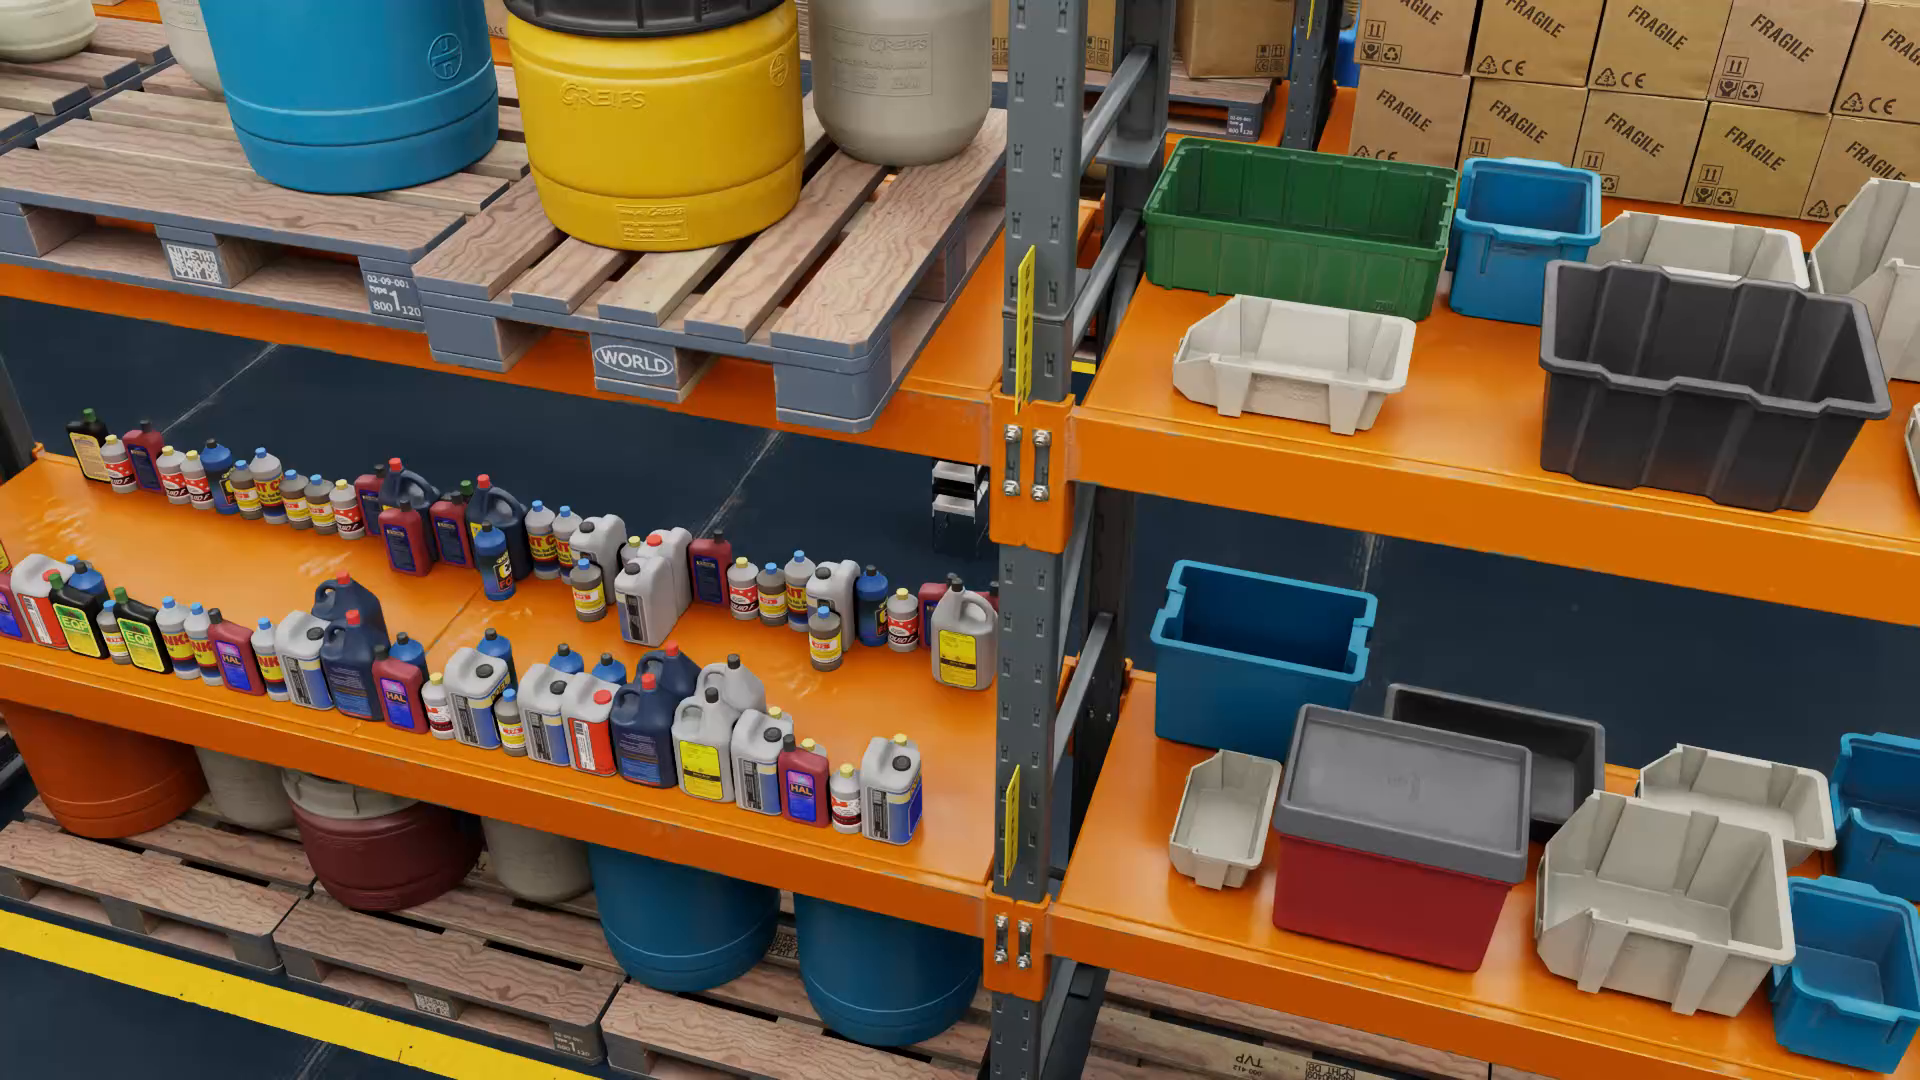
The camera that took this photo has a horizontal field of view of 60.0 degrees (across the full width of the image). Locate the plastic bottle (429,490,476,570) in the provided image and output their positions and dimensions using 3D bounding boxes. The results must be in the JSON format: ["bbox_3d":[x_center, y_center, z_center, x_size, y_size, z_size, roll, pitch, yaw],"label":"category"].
[{"bbox_3d":[-1.636,-0.041,5.373,0.133,0.283,0.061,10,38,14],"label":"plastic bottle"}]

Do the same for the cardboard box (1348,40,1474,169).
[{"bbox_3d":[2.178,-2.102,7.991,0.500,0.500,0.500,11,38,15],"label":"cardboard box"}]

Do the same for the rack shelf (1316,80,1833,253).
[{"bbox_3d":[3.681,-1.662,8.085,4.000,0.370,1.077,10,38,14],"label":"rack shelf"}]

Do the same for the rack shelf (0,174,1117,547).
[{"bbox_3d":[-1.617,-0.776,4.350,4.000,0.370,1.077,10,38,14],"label":"rack shelf"}]

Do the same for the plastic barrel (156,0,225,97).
[{"bbox_3d":[-1.789,-1.415,4.142,0.433,0.535,0.433,0,36,0],"label":"plastic barrel"}]

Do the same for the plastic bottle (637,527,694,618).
[{"bbox_3d":[-0.920,0.085,5.208,0.135,0.276,0.152,10,38,14],"label":"plastic bottle"}]

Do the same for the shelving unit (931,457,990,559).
[{"bbox_3d":[0.008,-0.361,7.481,0.210,0.900,0.258,10,38,14],"label":"shelving unit"}]

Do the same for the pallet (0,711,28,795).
[{"bbox_3d":[-4.254,0.753,6.548,1.213,0.211,1.003,10,38,14],"label":"pallet"}]

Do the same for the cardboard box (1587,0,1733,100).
[{"bbox_3d":[3.121,-2.324,7.449,0.500,0.500,0.500,9,37,13],"label":"cardboard box"}]

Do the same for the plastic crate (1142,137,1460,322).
[{"bbox_3d":[0.786,-0.723,3.849,0.662,0.188,0.450,10,38,14],"label":"plastic crate"}]

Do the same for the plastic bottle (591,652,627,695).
[{"bbox_3d":[-0.991,0.434,4.739,0.097,0.271,0.097,0,36,0],"label":"plastic bottle"}]

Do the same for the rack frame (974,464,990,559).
[{"bbox_3d":[0.105,-0.343,7.457,0.006,0.900,0.240,10,38,14],"label":"rack frame"}]

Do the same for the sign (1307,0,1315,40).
[{"bbox_3d":[1.610,-2.457,7.581,0.005,0.325,0.100,10,38,14],"label":"sign"}]

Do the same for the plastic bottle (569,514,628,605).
[{"bbox_3d":[-1.142,0.044,5.264,0.135,0.276,0.152,10,38,14],"label":"plastic bottle"}]

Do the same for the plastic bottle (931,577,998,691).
[{"bbox_3d":[0.014,0.263,4.903,0.185,0.351,0.144,10,38,14],"label":"plastic bottle"}]

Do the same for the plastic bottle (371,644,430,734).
[{"bbox_3d":[-1.595,0.423,4.743,0.133,0.283,0.061,10,38,14],"label":"plastic bottle"}]

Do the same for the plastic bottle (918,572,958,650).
[{"bbox_3d":[-0.058,0.214,5.028,0.133,0.283,0.061,10,38,14],"label":"plastic bottle"}]

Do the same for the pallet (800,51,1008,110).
[{"bbox_3d":[-0.188,-2.594,8.906,1.213,0.211,1.003,10,38,14],"label":"pallet"}]

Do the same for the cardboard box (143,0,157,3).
[{"bbox_3d":[-4.633,-3.522,9.920,0.500,0.500,0.500,13,38,17],"label":"cardboard box"}]

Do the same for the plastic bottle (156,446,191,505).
[{"bbox_3d":[-2.688,-0.229,5.698,0.097,0.201,0.097,0,36,0],"label":"plastic bottle"}]

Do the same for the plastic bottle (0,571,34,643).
[{"bbox_3d":[-2.909,0.180,5.074,0.133,0.283,0.061,10,38,14],"label":"plastic bottle"}]

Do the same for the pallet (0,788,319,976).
[{"bbox_3d":[-2.761,1.028,6.175,1.213,0.211,1.003,10,38,14],"label":"pallet"}]

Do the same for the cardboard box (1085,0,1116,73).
[{"bbox_3d":[0.712,-2.811,8.600,0.500,0.500,0.700,16,39,21],"label":"cardboard box"}]

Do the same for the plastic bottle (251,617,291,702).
[{"bbox_3d":[-2.005,0.341,4.865,0.097,0.271,0.097,0,36,0],"label":"plastic bottle"}]

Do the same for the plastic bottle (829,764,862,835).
[{"bbox_3d":[-0.300,0.685,4.457,0.097,0.201,0.097,0,36,0],"label":"plastic bottle"}]

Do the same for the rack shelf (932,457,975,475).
[{"bbox_3d":[0.008,-0.407,7.448,0.200,0.077,0.258,10,38,14],"label":"rack shelf"}]

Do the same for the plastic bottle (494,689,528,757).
[{"bbox_3d":[-1.258,0.507,4.698,0.097,0.201,0.097,0,36,0],"label":"plastic bottle"}]

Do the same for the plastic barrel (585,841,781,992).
[{"bbox_3d":[-0.898,0.941,5.356,0.708,0.901,0.600,10,38,14],"label":"plastic barrel"}]

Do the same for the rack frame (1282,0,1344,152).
[{"bbox_3d":[1.772,-2.306,8.352,0.127,3.000,1.000,10,38,14],"label":"rack frame"}]

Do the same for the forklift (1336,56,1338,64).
[{"bbox_3d":[0.453,-4.753,11.735,5.269,2.935,3.258,11,38,15],"label":"forklift"}]

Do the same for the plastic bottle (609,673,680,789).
[{"bbox_3d":[-0.859,0.506,4.573,0.185,0.351,0.144,10,38,14],"label":"plastic bottle"}]

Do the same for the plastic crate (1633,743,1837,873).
[{"bbox_3d":[2.044,0.716,4.418,0.466,0.136,0.293,10,38,14],"label":"plastic crate"}]

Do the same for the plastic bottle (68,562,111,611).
[{"bbox_3d":[-2.647,0.184,5.078,0.097,0.271,0.097,0,36,0],"label":"plastic bottle"}]

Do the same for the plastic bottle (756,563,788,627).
[{"bbox_3d":[-0.581,0.161,5.168,0.097,0.201,0.097,0,36,0],"label":"plastic bottle"}]

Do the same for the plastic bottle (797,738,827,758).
[{"bbox_3d":[-0.409,0.627,4.536,0.097,0.201,0.097,0,36,0],"label":"plastic bottle"}]

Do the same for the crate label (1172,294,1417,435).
[{"bbox_3d":[0.673,-0.356,3.395,0.466,0.136,0.293,10,38,14],"label":"crate label"}]

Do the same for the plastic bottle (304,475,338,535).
[{"bbox_3d":[-2.130,-0.126,5.558,0.097,0.201,0.097,0,36,0],"label":"plastic bottle"}]

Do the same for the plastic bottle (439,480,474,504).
[{"bbox_3d":[-1.618,-0.075,5.420,0.133,0.283,0.061,10,38,14],"label":"plastic bottle"}]

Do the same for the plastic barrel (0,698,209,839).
[{"bbox_3d":[-3.054,0.571,5.920,0.708,0.830,0.600,10,38,14],"label":"plastic barrel"}]

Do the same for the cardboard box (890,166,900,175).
[{"bbox_3d":[-0.086,-1.970,9.633,0.500,0.500,0.500,9,37,12],"label":"cardboard box"}]

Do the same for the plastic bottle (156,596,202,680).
[{"bbox_3d":[-2.318,0.283,4.944,0.097,0.271,0.097,0,36,0],"label":"plastic bottle"}]

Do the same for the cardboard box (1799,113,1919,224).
[{"bbox_3d":[4.111,-1.745,7.506,0.500,0.500,0.500,11,38,14],"label":"cardboard box"}]
